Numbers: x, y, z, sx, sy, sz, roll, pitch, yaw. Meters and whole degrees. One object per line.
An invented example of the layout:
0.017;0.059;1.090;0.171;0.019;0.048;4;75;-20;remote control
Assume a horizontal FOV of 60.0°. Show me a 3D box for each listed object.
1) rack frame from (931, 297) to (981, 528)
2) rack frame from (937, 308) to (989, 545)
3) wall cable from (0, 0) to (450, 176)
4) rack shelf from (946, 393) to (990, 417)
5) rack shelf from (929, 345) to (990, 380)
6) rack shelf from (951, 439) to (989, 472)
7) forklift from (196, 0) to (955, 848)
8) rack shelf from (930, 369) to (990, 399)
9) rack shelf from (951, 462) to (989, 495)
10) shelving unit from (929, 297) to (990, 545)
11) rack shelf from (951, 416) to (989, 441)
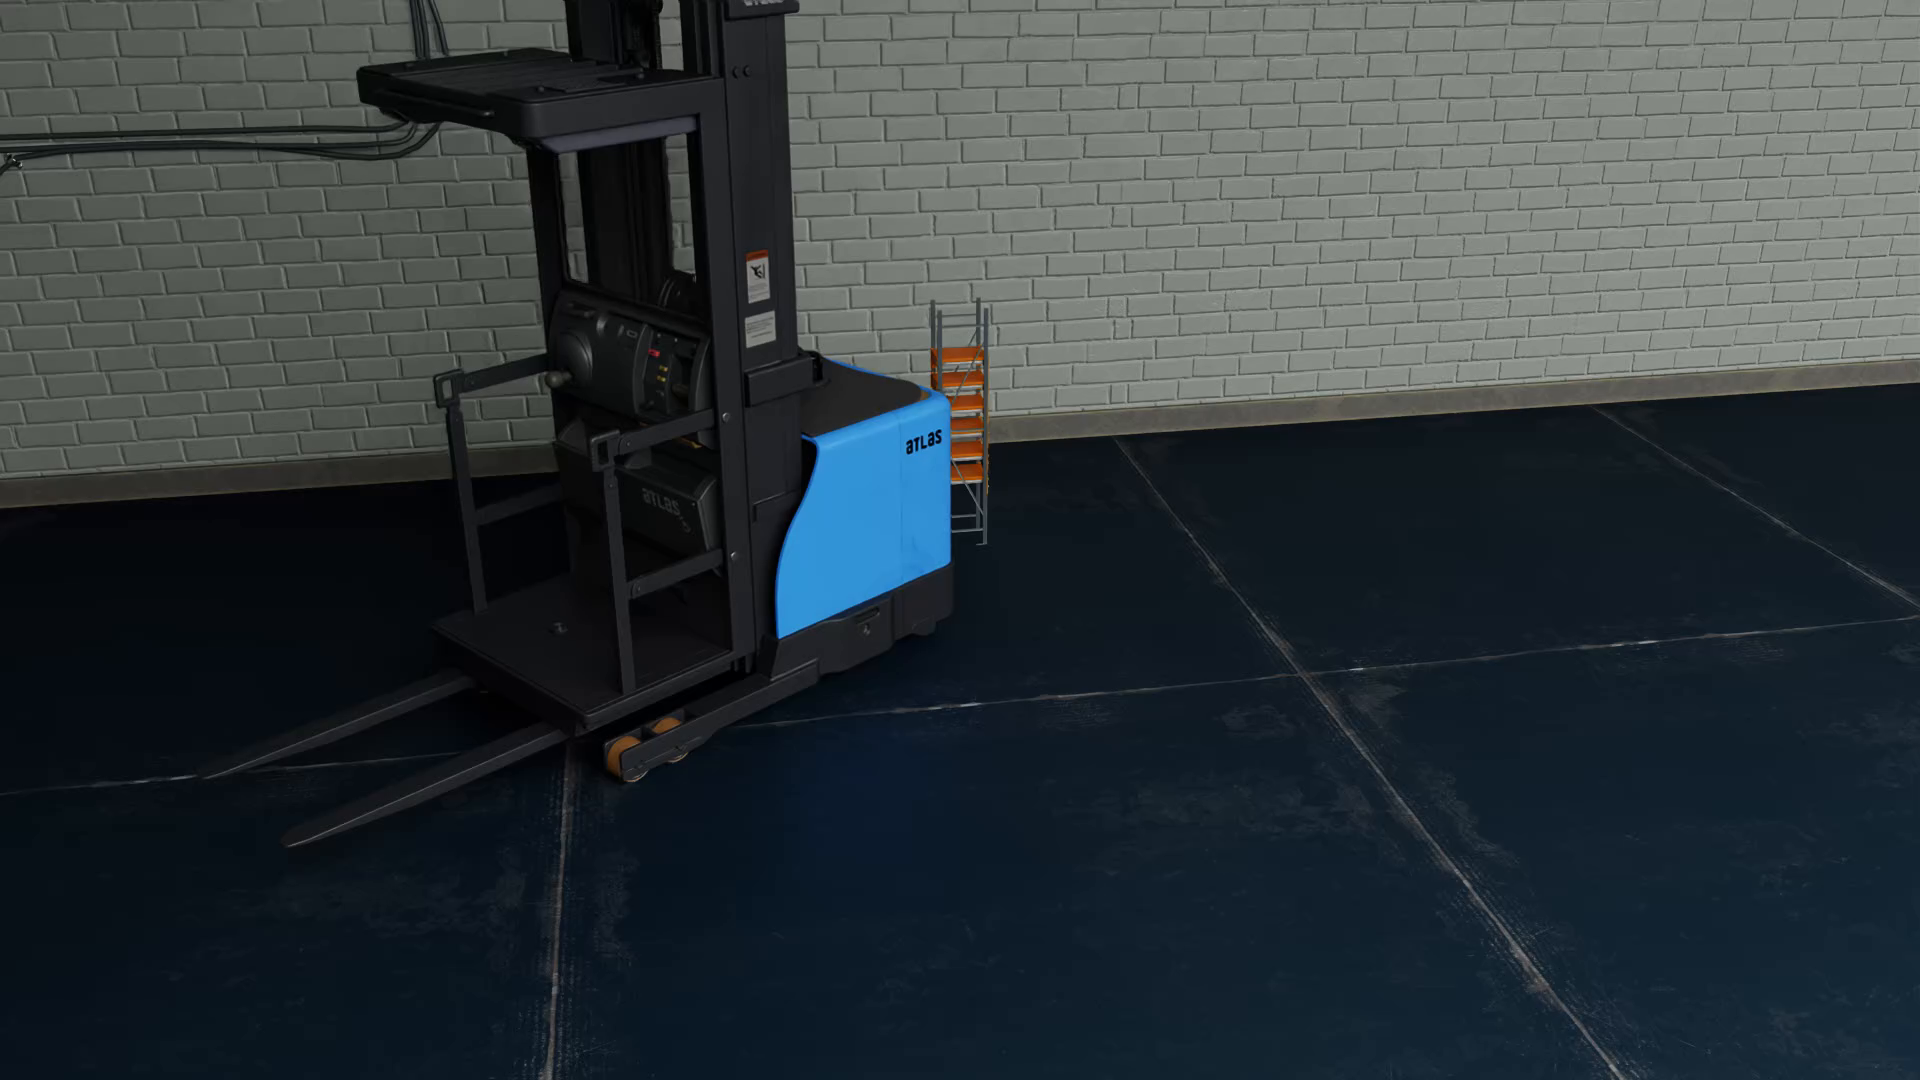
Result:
-0.020;-0.592;8.105;0.240;1.200;0.006;-4;24;-10;rack frame
0.014;-0.520;7.940;0.240;1.200;0.006;-4;24;-10;rack frame
-4.023;-2.927;7.587;3.097;2.526;0.112;-4;24;-10;wall cable
-0.003;-0.625;7.993;0.258;0.103;0.180;-4;24;-10;rack shelf
-0.003;-0.845;7.897;0.258;0.103;0.180;-4;24;-10;rack shelf
-0.003;-0.405;8.089;0.258;0.103;0.180;-4;24;-10;rack shelf
-1.399;-0.673;6.129;1.130;2.935;3.031;21;31;39;forklift
-0.003;-0.735;7.945;0.258;0.103;0.180;-4;24;-10;rack shelf
-0.003;-0.295;8.137;0.258;0.103;0.180;-4;24;-10;rack shelf
-0.003;-0.556;8.023;0.258;1.200;0.189;-4;24;-10;shelving unit
-0.003;-0.515;8.041;0.258;0.103;0.180;-4;24;-10;rack shelf
